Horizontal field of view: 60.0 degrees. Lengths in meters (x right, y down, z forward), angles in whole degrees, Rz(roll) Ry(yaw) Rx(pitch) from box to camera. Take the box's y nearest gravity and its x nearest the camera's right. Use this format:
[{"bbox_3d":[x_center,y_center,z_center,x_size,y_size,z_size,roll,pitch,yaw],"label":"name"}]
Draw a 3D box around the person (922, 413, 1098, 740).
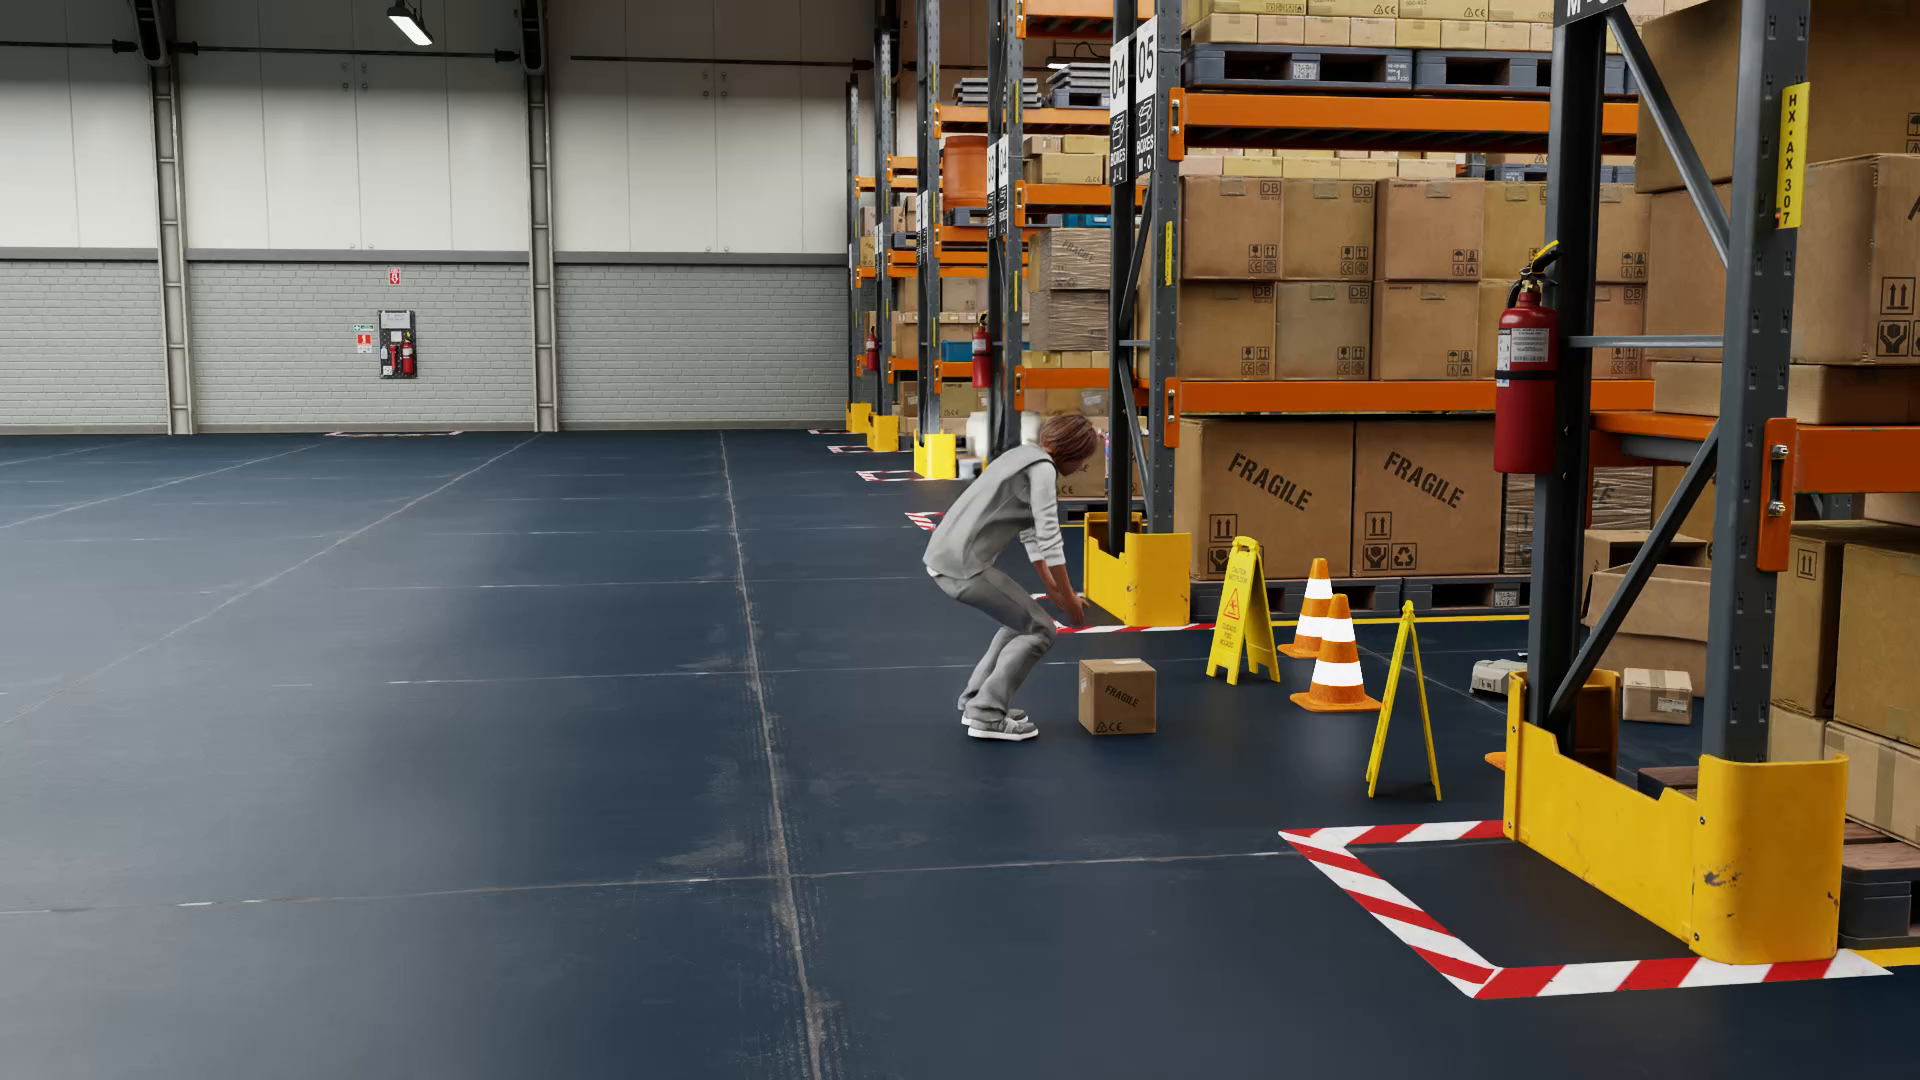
[{"bbox_3d":[0.194,0.139,6.454,0.688,1.227,0.463,-1,7,-9],"label":"person"}]
